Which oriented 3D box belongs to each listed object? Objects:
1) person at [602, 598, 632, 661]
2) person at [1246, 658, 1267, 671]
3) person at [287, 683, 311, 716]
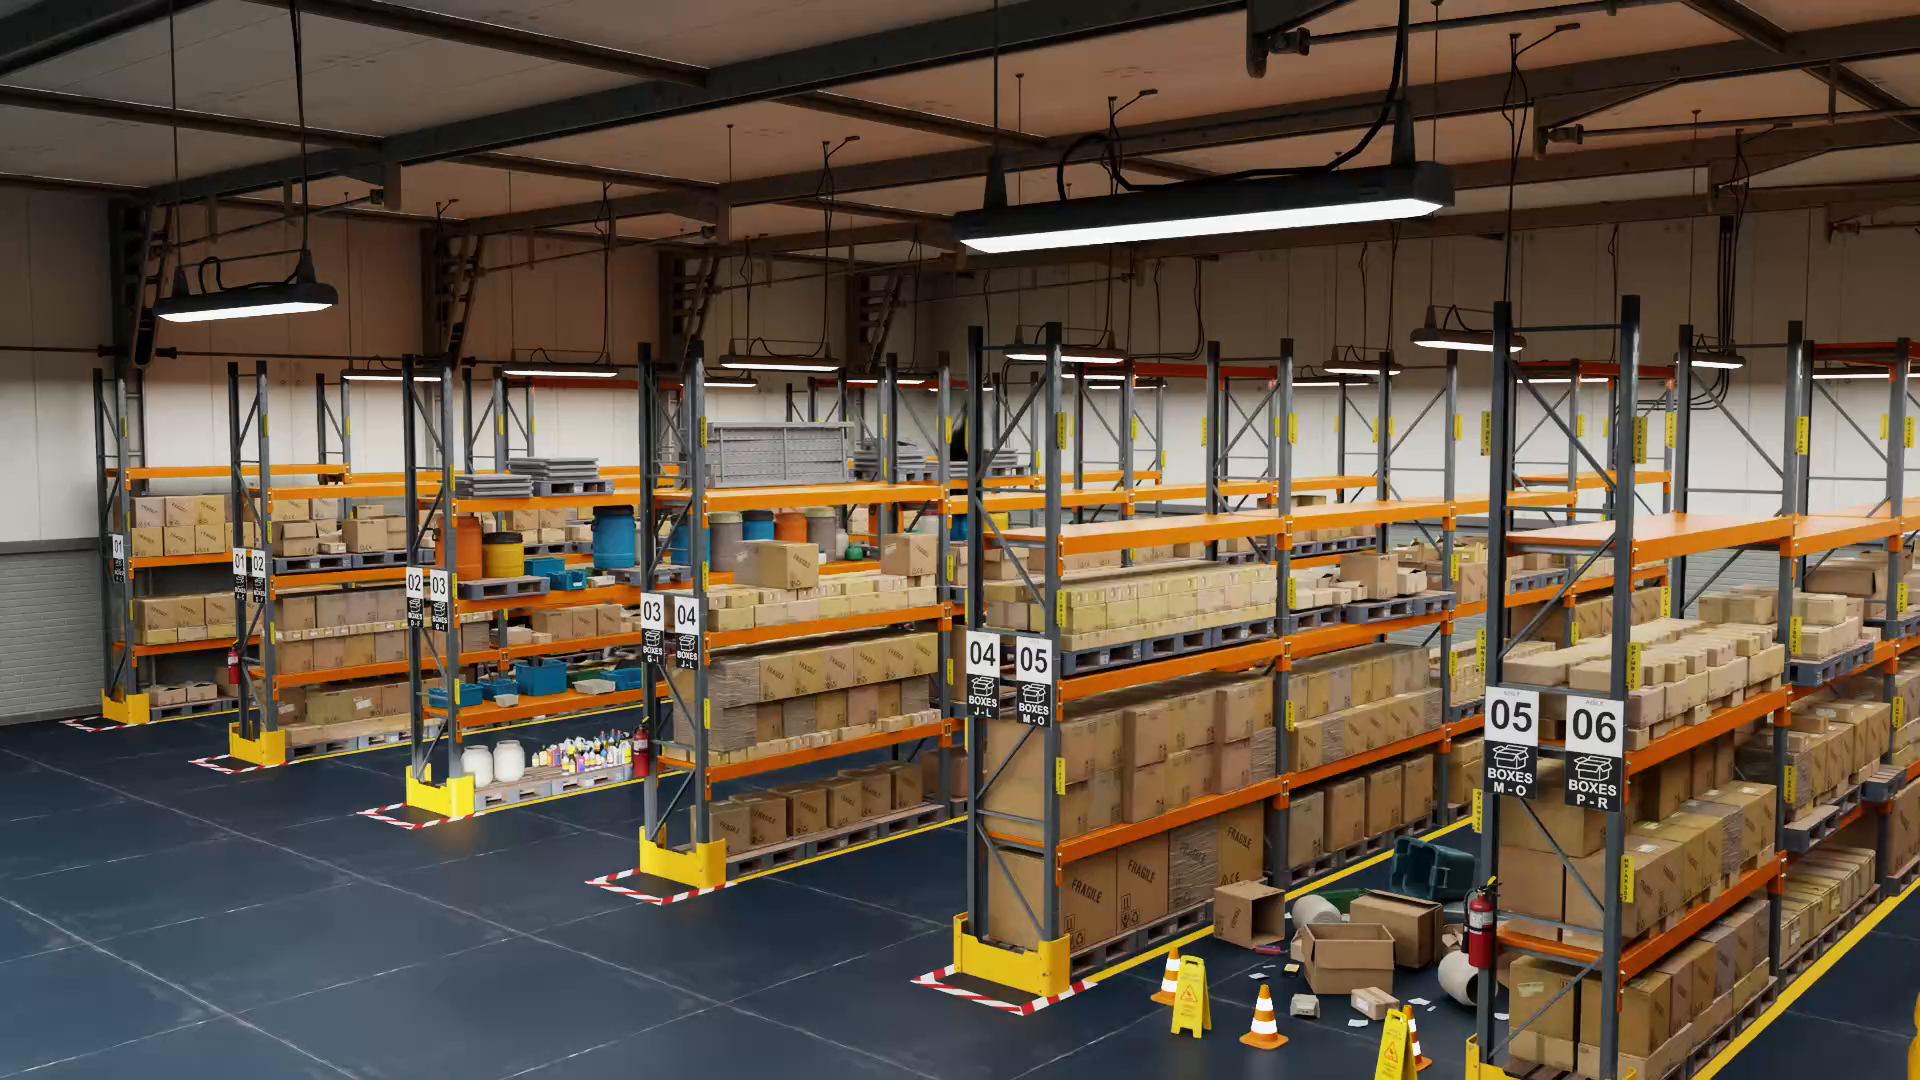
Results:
[{"bbox_3d":[-6.778,1.914,32.593,0.714,1.779,1.111,3,5,33],"label":"person"},{"bbox_3d":[4.439,2.491,24.634,0.714,1.733,0.791,3,5,36],"label":"person"},{"bbox_3d":[-10.978,2.336,27.457,0.551,1.611,0.664,2,5,24],"label":"person"}]
